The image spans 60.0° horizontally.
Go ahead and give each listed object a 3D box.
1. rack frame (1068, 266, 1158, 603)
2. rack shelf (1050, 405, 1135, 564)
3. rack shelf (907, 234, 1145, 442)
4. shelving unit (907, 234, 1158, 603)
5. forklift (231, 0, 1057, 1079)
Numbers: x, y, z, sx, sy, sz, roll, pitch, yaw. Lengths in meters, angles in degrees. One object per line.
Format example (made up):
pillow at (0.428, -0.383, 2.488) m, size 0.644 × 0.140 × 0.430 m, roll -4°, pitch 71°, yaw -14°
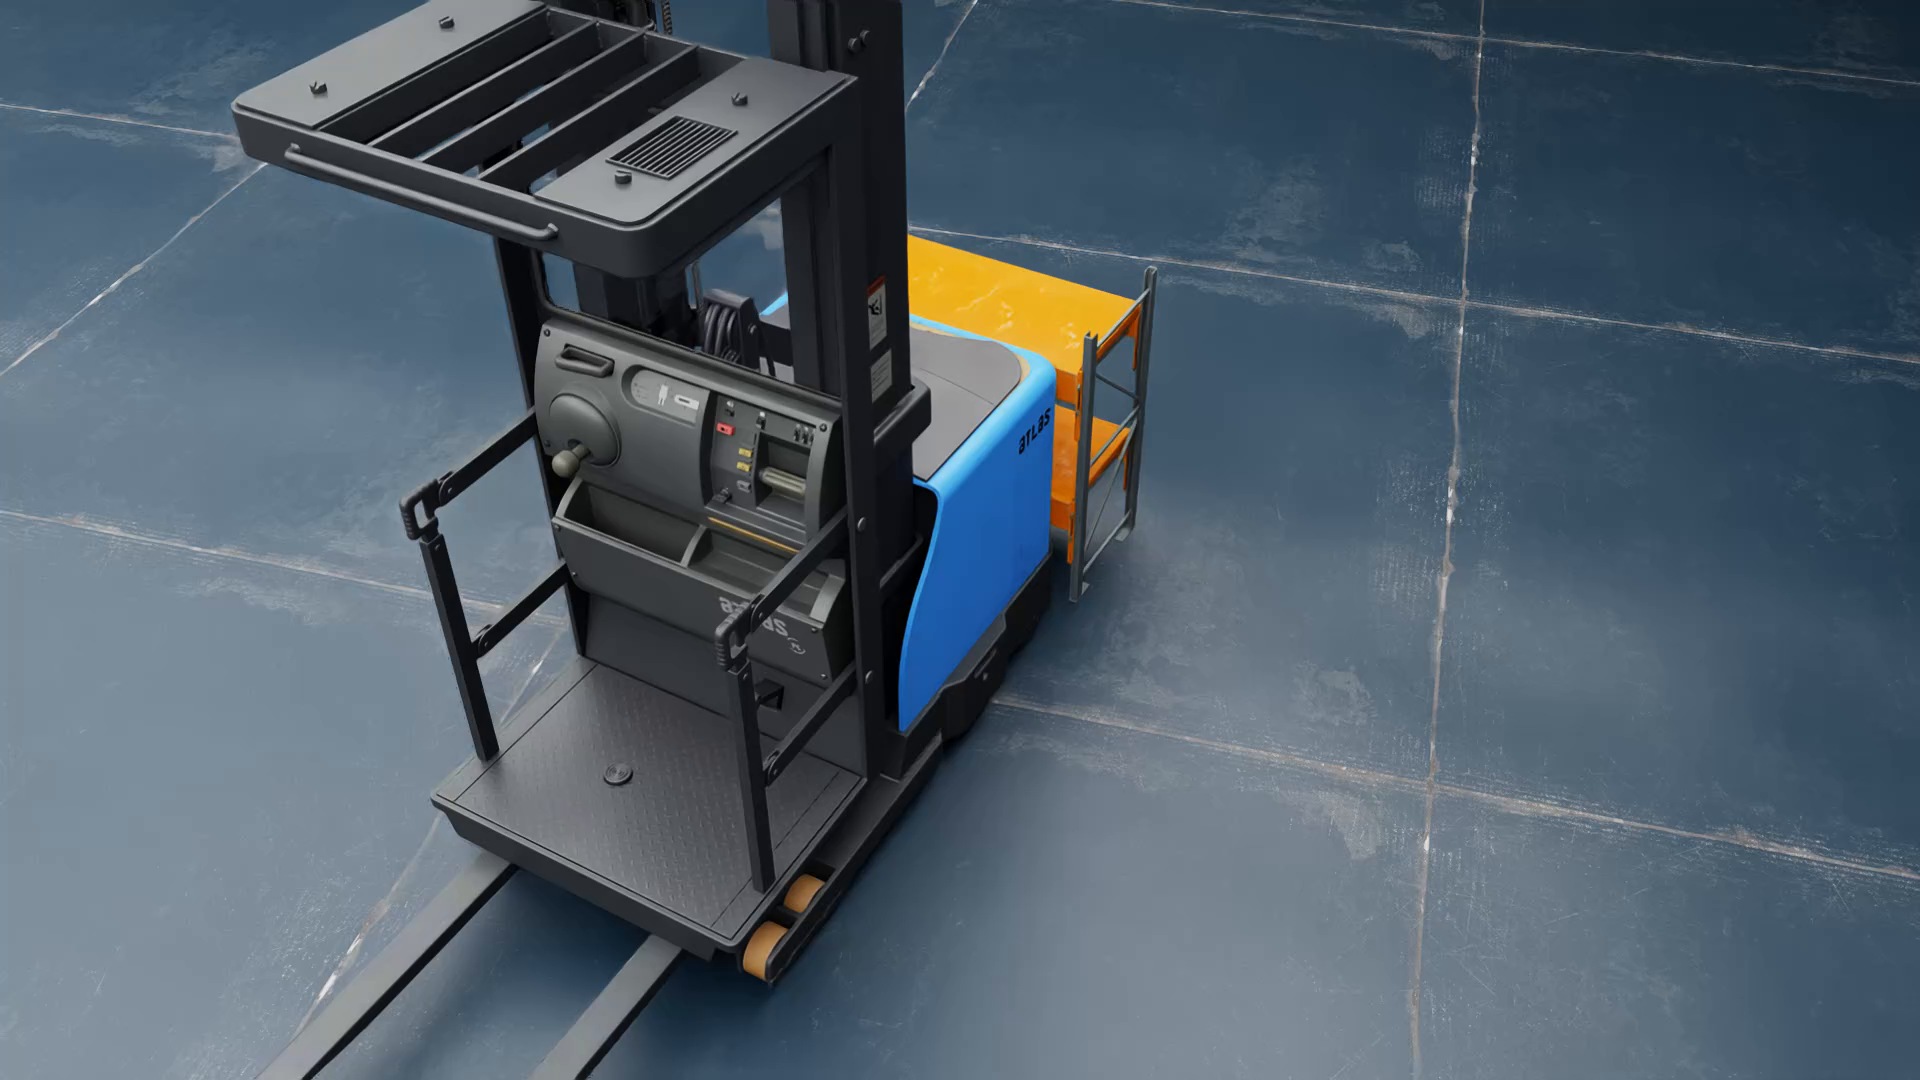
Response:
rack frame at (0.528, -0.349, 5.791) m, size 0.032 × 1.125 × 0.500 m, roll 20°, pitch 44°, yaw 22°
rack shelf at (0.087, -0.323, 6.141) m, size 1.000 × 0.278 × 0.538 m, roll 20°, pitch 44°, yaw 22°
rack shelf at (0.087, -0.735, 5.795) m, size 1.000 × 0.278 × 0.538 m, roll 20°, pitch 44°, yaw 22°
shelving unit at (0.087, -0.511, 5.983) m, size 1.048 × 1.125 × 0.538 m, roll 20°, pitch 44°, yaw 22°
forklift at (-0.839, -0.204, 4.214) m, size 1.130 × 2.935 × 3.031 m, roll 20°, pitch 44°, yaw 22°
